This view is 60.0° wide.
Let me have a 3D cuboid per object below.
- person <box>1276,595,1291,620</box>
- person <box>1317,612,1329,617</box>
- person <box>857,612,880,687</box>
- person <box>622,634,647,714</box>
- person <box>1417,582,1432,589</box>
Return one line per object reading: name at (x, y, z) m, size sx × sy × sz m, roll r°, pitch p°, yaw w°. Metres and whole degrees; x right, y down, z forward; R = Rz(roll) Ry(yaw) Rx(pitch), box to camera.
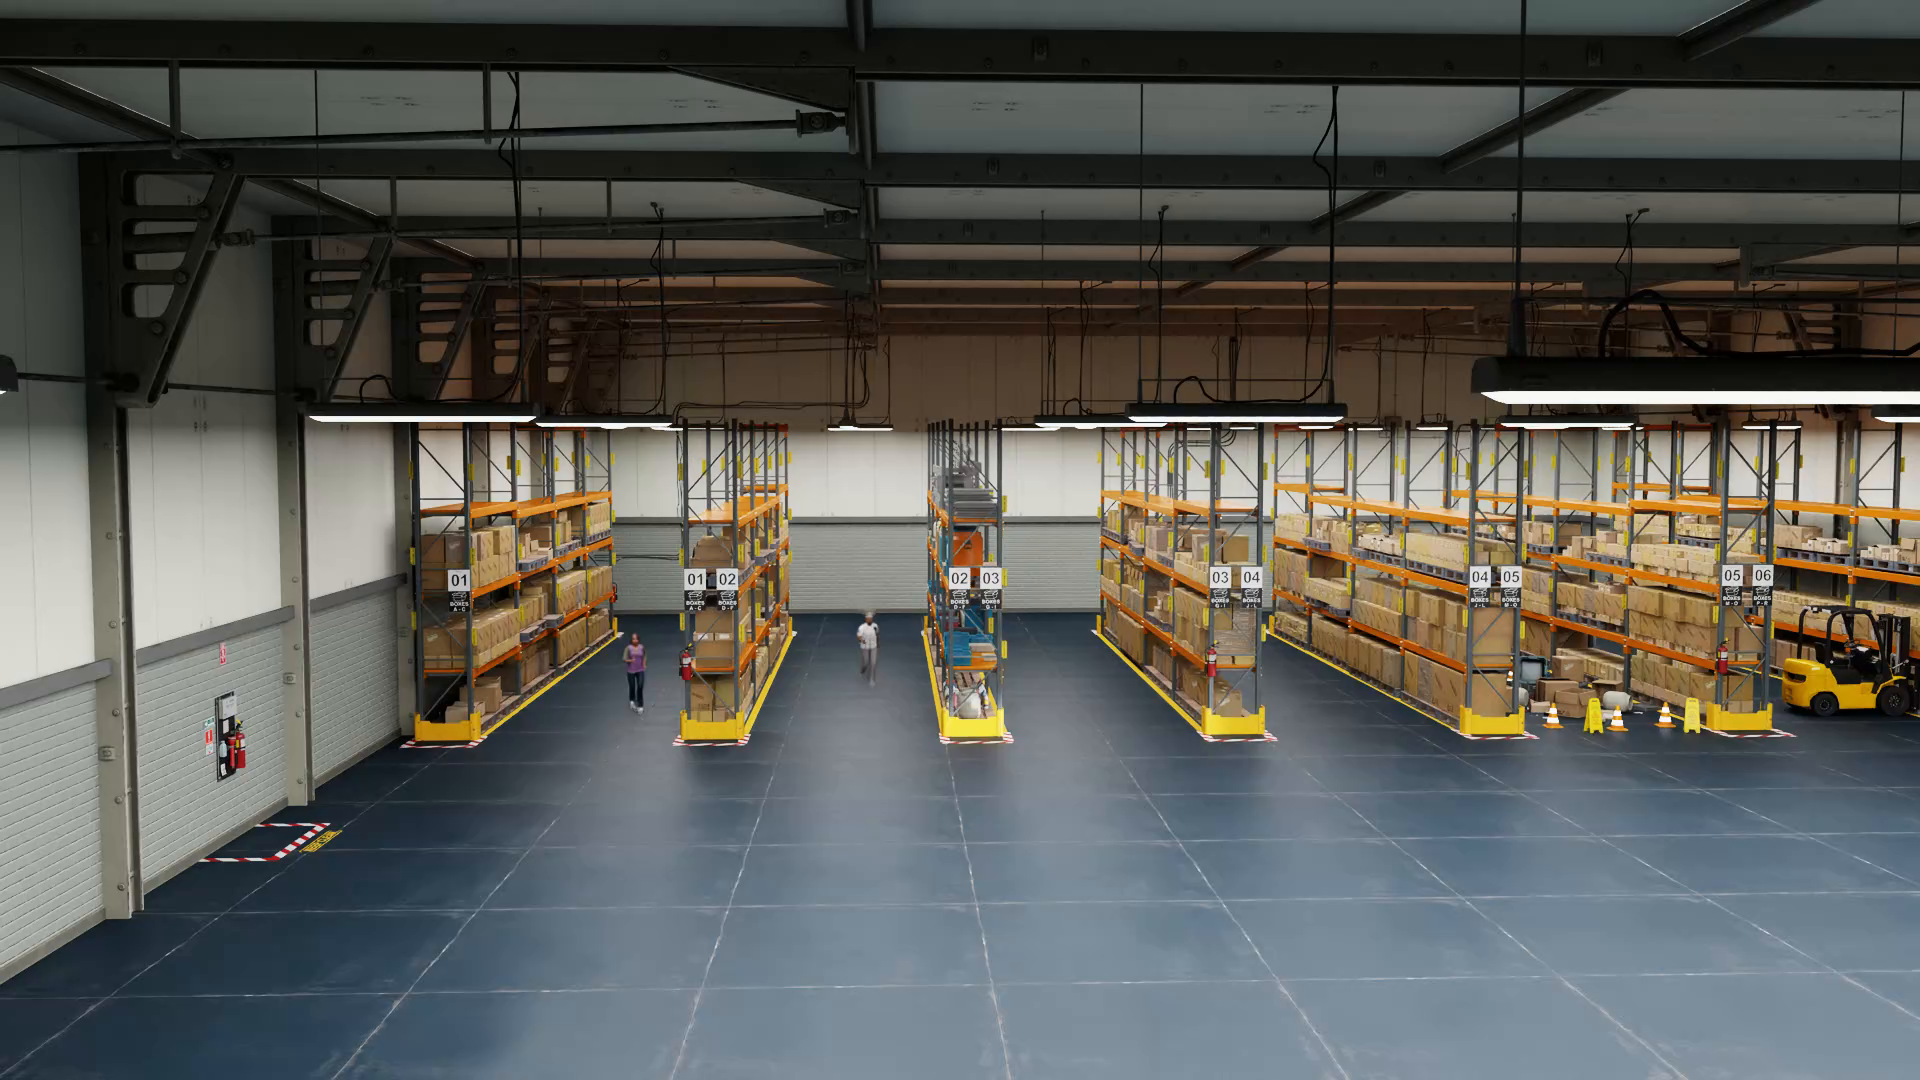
person at (9.533, 1.737, 48.950) m, size 0.809 × 1.695 × 0.666 m, roll -1°, pitch 4°, yaw -21°
person at (10.640, 1.762, 48.632) m, size 0.635 × 1.698 × 0.749 m, roll 3°, pitch 5°, yaw 43°
person at (-2.085, 2.468, 37.896) m, size 0.563 × 1.686 × 0.869 m, roll -1°, pitch 4°, yaw -15°
person at (-6.648, 2.764, 34.054) m, size 0.531 × 1.511 × 0.838 m, roll -1°, pitch 4°, yaw -19°
person at (13.887, 1.700, 49.357) m, size 0.709 × 1.824 × 0.703 m, roll 1°, pitch 4°, yaw 13°
